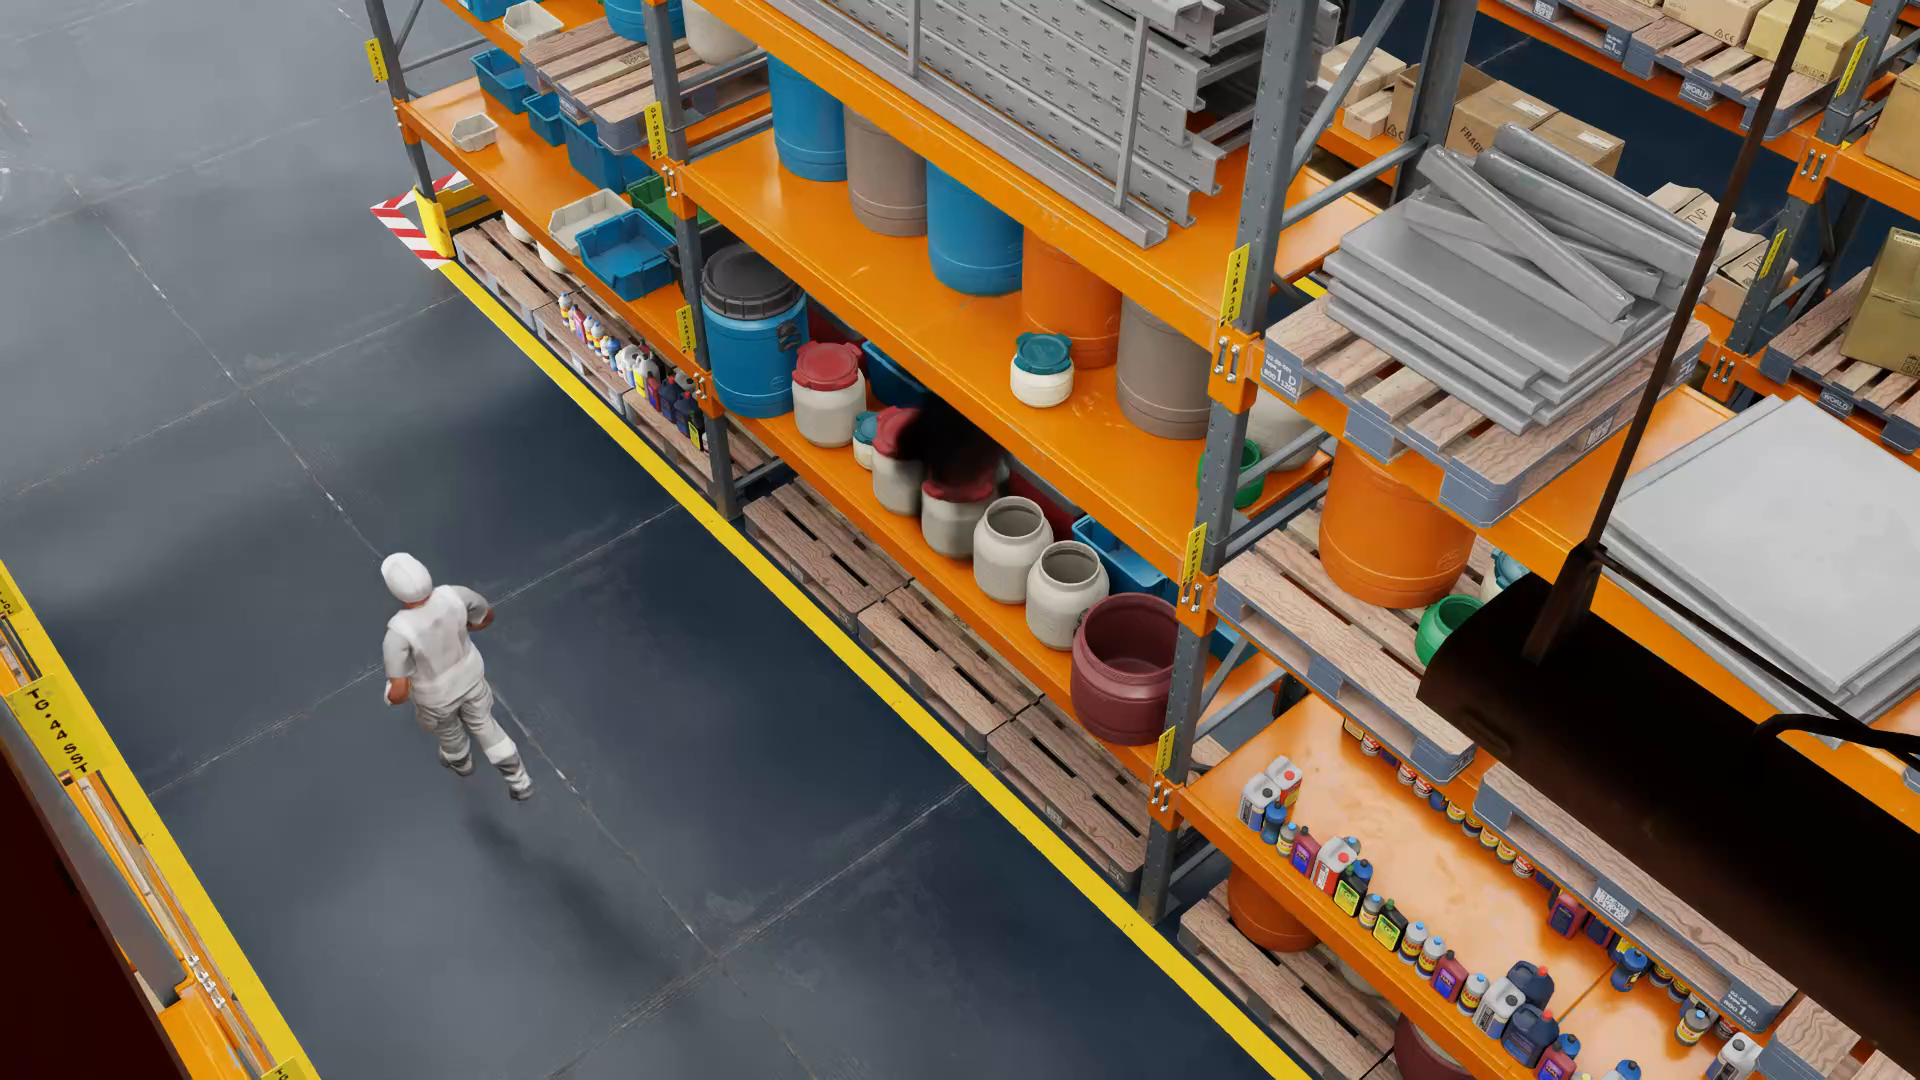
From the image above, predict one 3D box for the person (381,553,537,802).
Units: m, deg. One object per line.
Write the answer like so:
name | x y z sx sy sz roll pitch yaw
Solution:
person | -2.661 0.752 8.643 0.786 1.808 0.686 33 55 28
